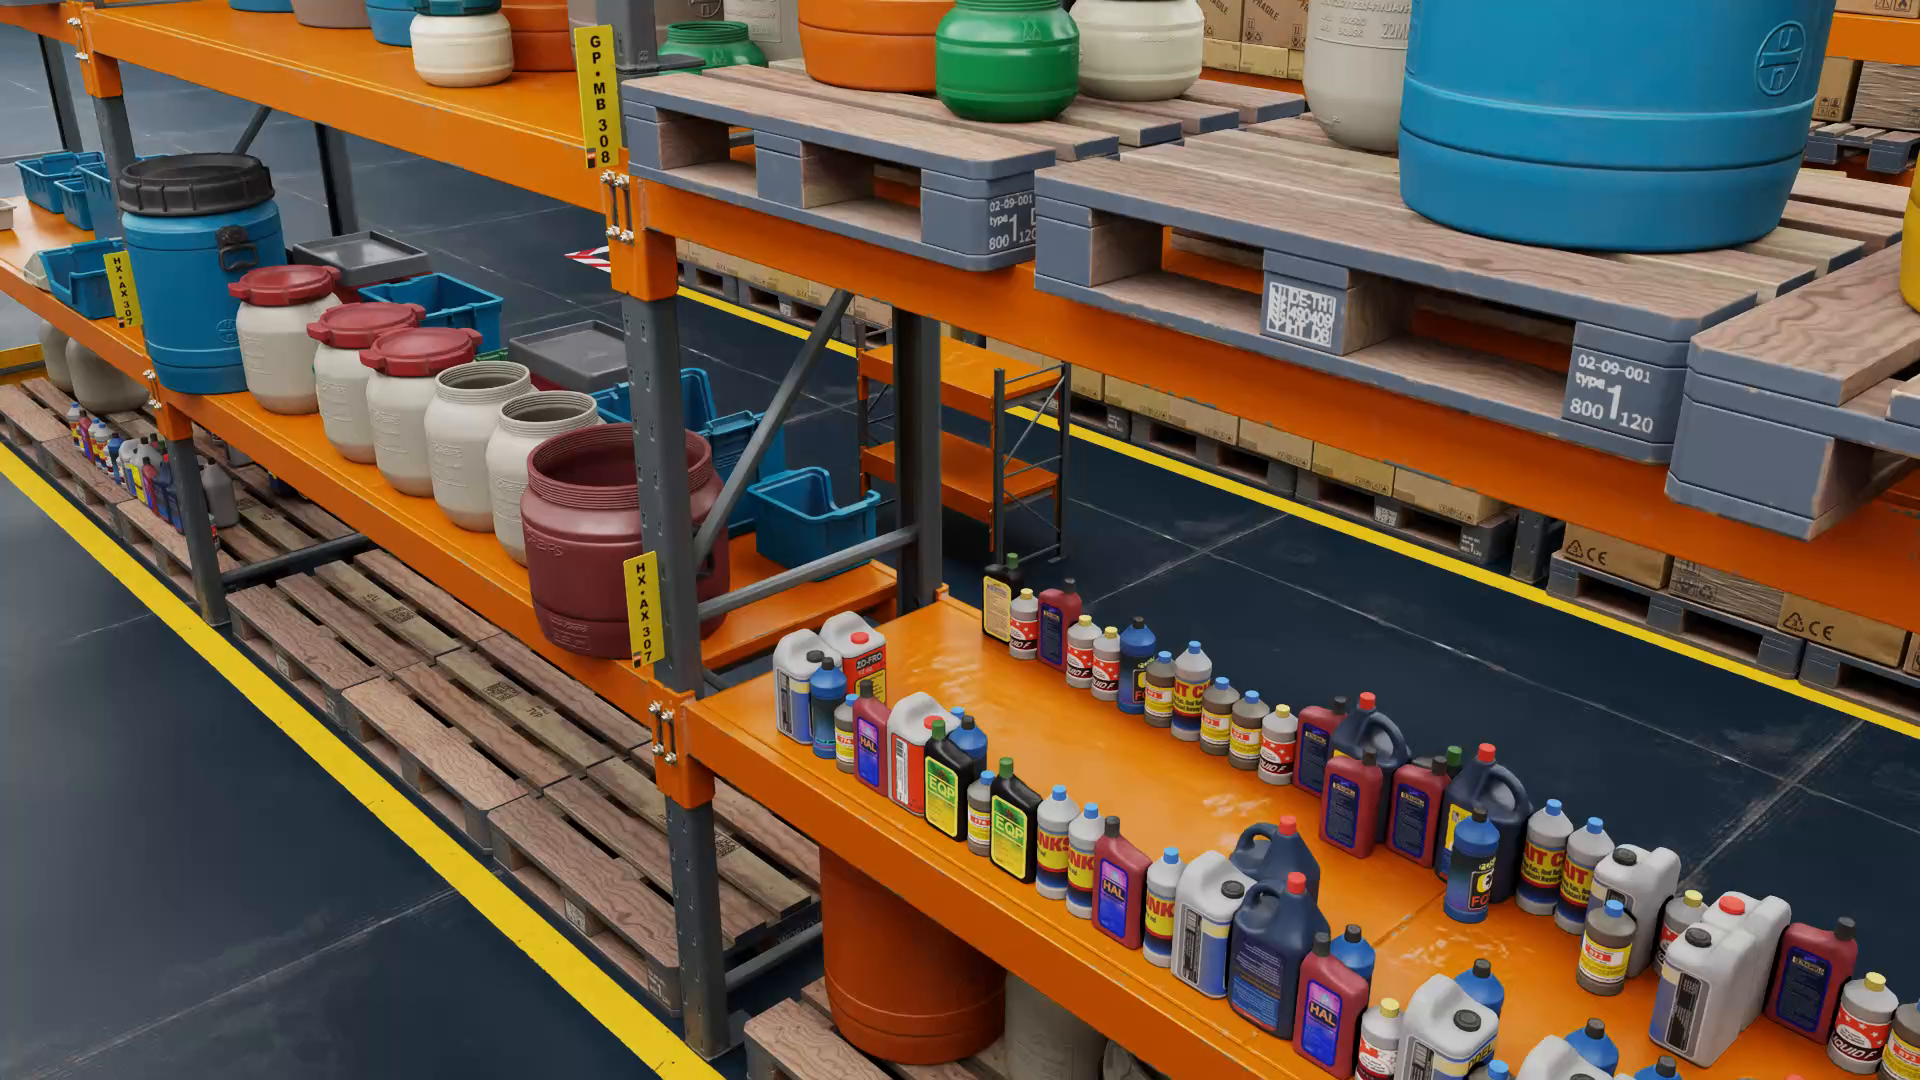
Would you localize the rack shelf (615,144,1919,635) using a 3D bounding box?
[{"bbox_3d":[0.906,-0.324,3.099,1.077,0.370,4.000,-21,32,-38],"label":"rack shelf"}]

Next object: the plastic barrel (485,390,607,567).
[{"bbox_3d":[-1.320,-0.194,5.428,0.421,0.512,0.421,0,25,0],"label":"plastic barrel"}]

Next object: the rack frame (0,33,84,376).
[{"bbox_3d":[-5.928,-2.316,10.213,1.000,3.000,0.127,-21,32,-38],"label":"rack frame"}]

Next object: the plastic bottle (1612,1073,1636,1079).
[{"bbox_3d":[1.174,1.085,2.908,0.152,0.276,0.135,-21,32,-38],"label":"plastic bottle"}]

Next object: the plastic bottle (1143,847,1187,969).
[{"bbox_3d":[0.448,0.782,3.578,0.097,0.271,0.097,0,25,0],"label":"plastic bottle"}]

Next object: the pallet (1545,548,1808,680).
[{"bbox_3d":[3.640,0.209,8.038,1.003,0.211,1.213,-21,32,-38],"label":"pallet"}]

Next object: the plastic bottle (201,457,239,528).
[{"bbox_3d":[-3.740,-0.254,8.353,0.144,0.351,0.185,-21,32,-38],"label":"plastic bottle"}]

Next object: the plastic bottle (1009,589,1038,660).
[{"bbox_3d":[0.193,0.240,4.850,0.097,0.201,0.097,0,25,0],"label":"plastic bottle"}]

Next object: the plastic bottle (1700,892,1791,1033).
[{"bbox_3d":[1.602,0.847,3.429,0.152,0.276,0.135,-21,32,-38],"label":"plastic bottle"}]

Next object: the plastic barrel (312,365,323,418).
[{"bbox_3d":[-2.402,-0.597,6.611,0.301,0.262,0.301,0,25,0],"label":"plastic barrel"}]

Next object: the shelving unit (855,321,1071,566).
[{"bbox_3d":[0.005,-0.510,8.512,0.538,1.125,1.048,-21,32,-38],"label":"shelving unit"}]

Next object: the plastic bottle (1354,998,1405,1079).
[{"bbox_3d":[0.824,0.980,3.227,0.097,0.201,0.097,0,25,0],"label":"plastic bottle"}]

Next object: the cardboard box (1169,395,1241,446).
[{"bbox_3d":[1.570,-0.790,9.675,0.500,0.250,0.500,-20,32,-38],"label":"cardboard box"}]

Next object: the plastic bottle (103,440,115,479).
[{"bbox_3d":[-4.546,-0.441,8.945,0.097,0.201,0.097,0,25,0],"label":"plastic bottle"}]

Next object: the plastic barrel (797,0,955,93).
[{"bbox_3d":[-0.075,-1.471,3.723,0.600,0.830,0.708,-21,32,-38],"label":"plastic barrel"}]

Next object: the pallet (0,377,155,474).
[{"bbox_3d":[-5.291,-0.790,10.228,1.003,0.211,1.213,-21,32,-38],"label":"pallet"}]

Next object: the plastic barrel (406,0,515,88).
[{"bbox_3d":[-1.500,-1.513,5.006,0.301,0.262,0.301,0,25,0],"label":"plastic barrel"}]

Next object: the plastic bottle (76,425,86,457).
[{"bbox_3d":[-4.846,-0.574,9.236,0.097,0.201,0.097,0,25,0],"label":"plastic bottle"}]

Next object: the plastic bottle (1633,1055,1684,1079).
[{"bbox_3d":[1.252,1.046,2.999,0.097,0.271,0.097,0,25,0],"label":"plastic bottle"}]

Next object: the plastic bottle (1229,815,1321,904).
[{"bbox_3d":[0.672,0.738,3.577,0.144,0.351,0.185,-21,32,-38],"label":"plastic bottle"}]

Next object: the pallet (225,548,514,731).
[{"bbox_3d":[-2.629,0.391,7.638,1.003,0.211,1.213,-21,32,-38],"label":"pallet"}]

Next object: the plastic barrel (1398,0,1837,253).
[{"bbox_3d":[0.995,-0.938,2.468,0.600,0.901,0.708,-21,32,-38],"label":"plastic barrel"}]

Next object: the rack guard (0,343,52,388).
[{"bbox_3d":[-5.842,-1.169,10.711,1.175,0.500,0.348,-21,32,-38],"label":"rack guard"}]

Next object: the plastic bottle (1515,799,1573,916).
[{"bbox_3d":[1.318,0.706,3.743,0.097,0.271,0.097,0,25,0],"label":"plastic bottle"}]

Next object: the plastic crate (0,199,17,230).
[{"bbox_3d":[-5.552,-1.834,9.474,0.298,0.136,0.250,-21,32,-38],"label":"plastic crate"}]

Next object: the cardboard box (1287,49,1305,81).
[{"bbox_3d":[3.158,-4.067,14.207,0.500,0.250,0.500,-21,32,-38],"label":"cardboard box"}]

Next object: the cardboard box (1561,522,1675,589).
[{"bbox_3d":[3.260,-0.140,7.926,0.500,0.500,0.500,-20,31,-36],"label":"cardboard box"}]

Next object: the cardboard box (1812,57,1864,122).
[{"bbox_3d":[6.041,-3.250,11.609,0.500,0.500,0.700,20,31,37],"label":"cardboard box"}]

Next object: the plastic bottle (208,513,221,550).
[{"bbox_3d":[-3.670,-0.053,8.093,0.097,0.201,0.097,0,25,0],"label":"plastic bottle"}]

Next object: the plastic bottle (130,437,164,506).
[{"bbox_3d":[-4.197,-0.369,8.606,0.144,0.351,0.185,-21,32,-39],"label":"plastic bottle"}]

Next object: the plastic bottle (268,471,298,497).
[{"bbox_3d":[-3.549,-0.421,8.720,0.144,0.351,0.185,-21,32,-38],"label":"plastic bottle"}]

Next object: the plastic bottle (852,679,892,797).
[{"bbox_3d":[-0.209,0.496,4.190,0.061,0.283,0.133,-21,32,-38],"label":"plastic bottle"}]

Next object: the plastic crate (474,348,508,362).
[{"bbox_3d":[-1.798,-0.560,6.620,0.450,0.188,0.662,-21,32,-38],"label":"plastic crate"}]

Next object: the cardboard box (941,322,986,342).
[{"bbox_3d":[-0.053,-1.527,11.290,0.500,0.250,0.500,-21,32,-38],"label":"cardboard box"}]

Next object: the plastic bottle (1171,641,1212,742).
[{"bbox_3d":[0.617,0.396,4.424,0.097,0.271,0.097,0,25,0],"label":"plastic bottle"}]

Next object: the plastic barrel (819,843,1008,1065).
[{"bbox_3d":[-0.114,1.047,4.949,0.600,0.830,0.708,-21,32,-38],"label":"plastic barrel"}]

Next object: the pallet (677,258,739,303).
[{"bbox_3d":[-1.757,-2.232,13.388,1.003,0.211,1.213,-21,32,-38],"label":"pallet"}]

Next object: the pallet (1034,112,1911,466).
[{"bbox_3d":[0.889,-0.512,2.872,1.003,0.211,1.213,-21,32,-38],"label":"pallet"}]

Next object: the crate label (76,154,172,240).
[{"bbox_3d":[-4.473,-1.851,9.152,0.502,0.435,0.616,-21,32,-38],"label":"crate label"}]

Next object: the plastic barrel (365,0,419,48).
[{"bbox_3d":[-1.794,-2.208,5.759,0.600,0.901,0.708,-21,32,-38],"label":"plastic barrel"}]

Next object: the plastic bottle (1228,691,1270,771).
[{"bbox_3d":[0.750,0.486,4.309,0.097,0.201,0.097,0,25,0],"label":"plastic bottle"}]

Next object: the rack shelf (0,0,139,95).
[{"bbox_3d":[-4.561,-2.748,8.412,1.077,0.370,4.000,-21,32,-38],"label":"rack shelf"}]

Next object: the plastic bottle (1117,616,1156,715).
[{"bbox_3d":[0.484,0.337,4.553,0.097,0.271,0.097,0,25,0],"label":"plastic bottle"}]

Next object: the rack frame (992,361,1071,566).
[{"bbox_3d":[0.352,-0.356,8.174,0.500,1.125,0.032,-21,32,-38],"label":"rack frame"}]

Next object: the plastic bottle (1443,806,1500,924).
[{"bbox_3d":[1.146,0.718,3.718,0.097,0.271,0.097,0,25,0],"label":"plastic bottle"}]

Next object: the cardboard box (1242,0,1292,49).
[{"bbox_3d":[2.807,-4.558,14.379,0.500,0.500,0.500,-22,33,-40],"label":"cardboard box"}]

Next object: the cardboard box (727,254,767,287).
[{"bbox_3d":[-1.420,-2.133,12.618,0.500,0.250,0.500,-21,32,-38],"label":"cardboard box"}]

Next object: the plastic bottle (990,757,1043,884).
[{"bbox_3d":[0.131,0.647,3.858,0.061,0.283,0.133,-21,32,-38],"label":"plastic bottle"}]

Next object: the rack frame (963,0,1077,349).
[{"bbox_3d":[0.424,-2.508,10.635,1.000,3.000,0.127,-21,32,-38],"label":"rack frame"}]
